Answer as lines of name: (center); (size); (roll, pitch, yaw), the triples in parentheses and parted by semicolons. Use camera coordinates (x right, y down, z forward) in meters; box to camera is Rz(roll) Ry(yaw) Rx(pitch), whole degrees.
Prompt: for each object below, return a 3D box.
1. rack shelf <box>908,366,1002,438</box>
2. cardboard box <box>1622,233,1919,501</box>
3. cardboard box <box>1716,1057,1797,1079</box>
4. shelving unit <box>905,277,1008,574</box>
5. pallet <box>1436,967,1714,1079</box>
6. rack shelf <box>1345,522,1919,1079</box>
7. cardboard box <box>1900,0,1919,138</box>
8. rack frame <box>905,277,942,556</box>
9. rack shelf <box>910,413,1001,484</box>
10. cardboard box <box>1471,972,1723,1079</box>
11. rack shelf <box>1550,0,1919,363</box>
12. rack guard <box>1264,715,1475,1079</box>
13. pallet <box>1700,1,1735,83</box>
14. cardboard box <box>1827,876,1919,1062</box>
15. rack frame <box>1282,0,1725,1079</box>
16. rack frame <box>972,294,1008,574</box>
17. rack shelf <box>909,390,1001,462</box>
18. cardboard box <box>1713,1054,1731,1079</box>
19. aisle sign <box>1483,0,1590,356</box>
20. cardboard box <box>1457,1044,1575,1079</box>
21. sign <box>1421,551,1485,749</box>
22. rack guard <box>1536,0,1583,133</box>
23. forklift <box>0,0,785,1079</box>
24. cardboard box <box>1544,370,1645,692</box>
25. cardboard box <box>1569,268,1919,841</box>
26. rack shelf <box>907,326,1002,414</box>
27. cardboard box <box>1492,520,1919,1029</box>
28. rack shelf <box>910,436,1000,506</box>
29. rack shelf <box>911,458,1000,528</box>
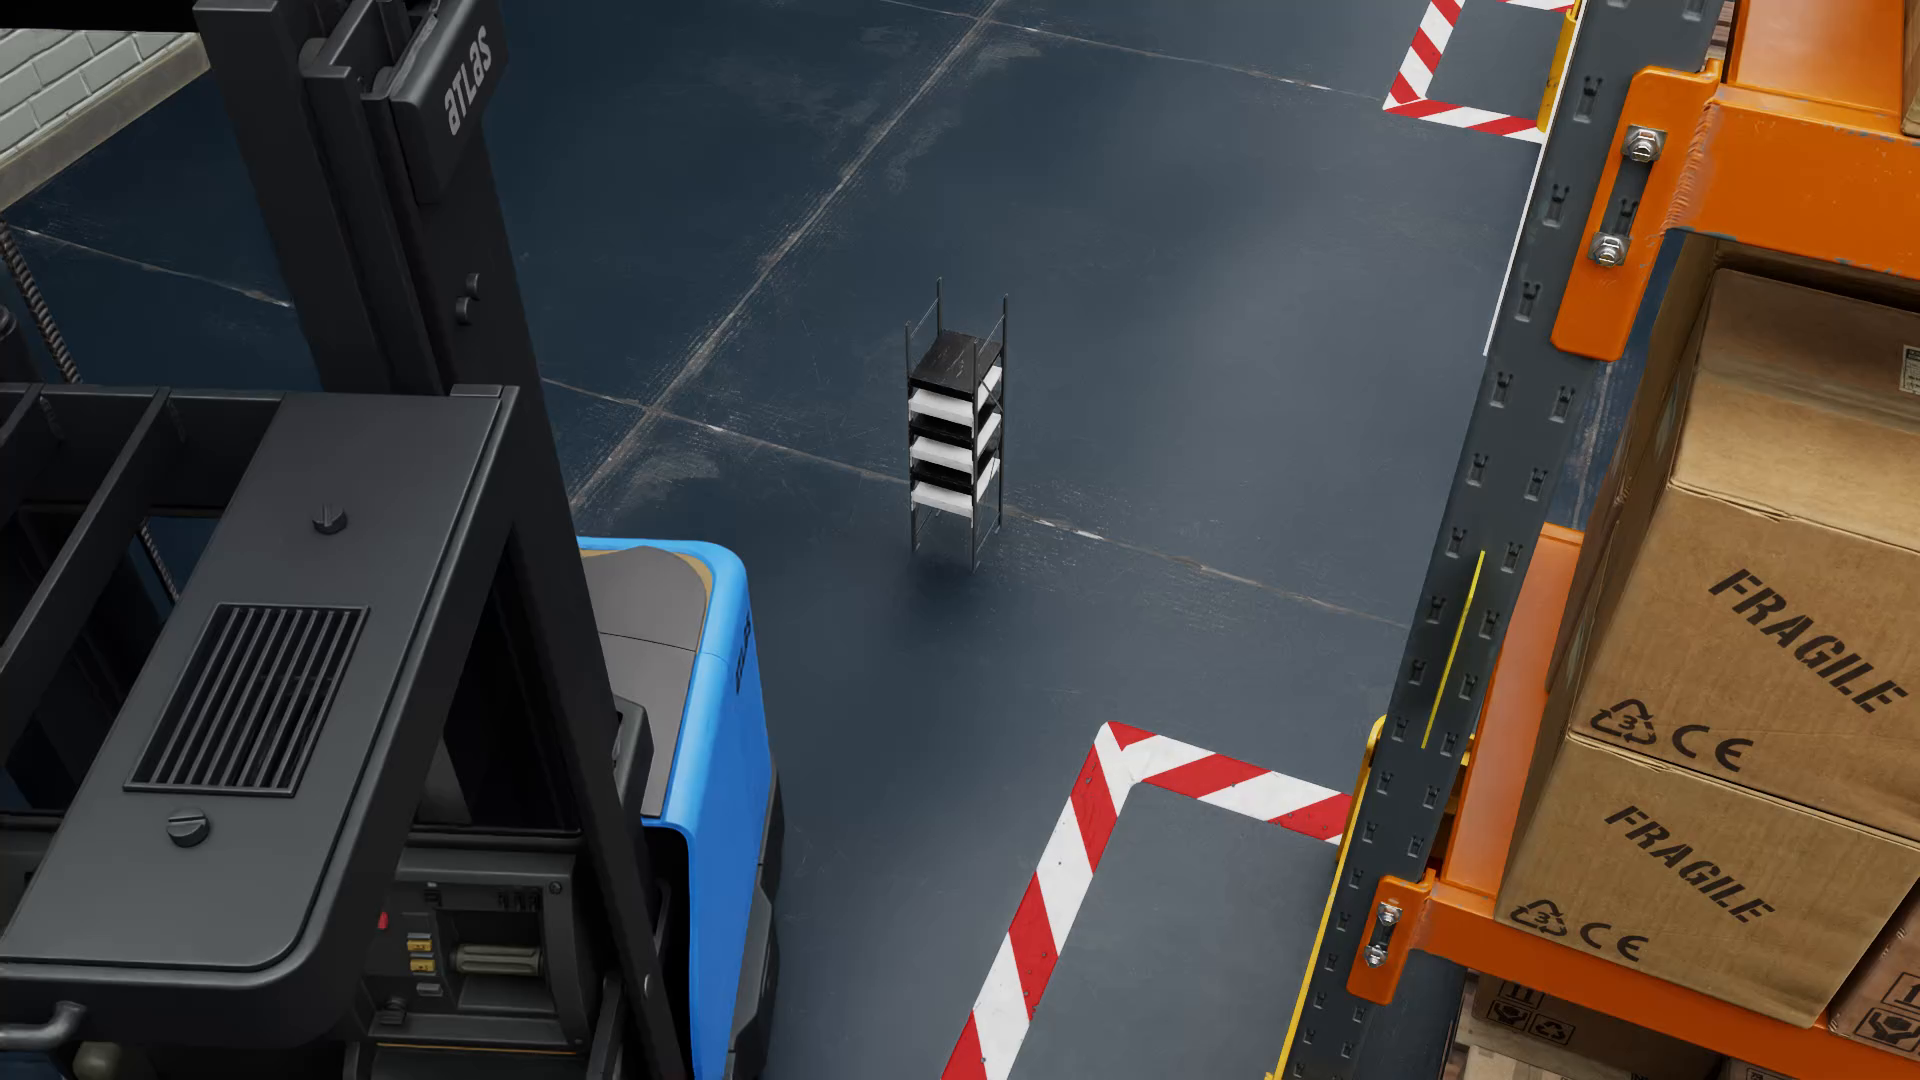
rack shelf: (-0.007, -0.425, 4.831); (0.200, 0.077, 0.258); (16, 47, 16)
cardboard box: (1.421, -0.336, 2.681); (0.500, 0.500, 0.500); (16, 47, 15)
cardboard box: (1.759, 1.399, 3.355); (0.500, 0.250, 0.500); (16, 47, 16)
shelving unit: (-0.007, -0.321, 4.935); (0.210, 0.900, 0.258); (16, 47, 16)
pallet: (1.711, 1.337, 3.757); (1.213, 0.211, 1.003); (16, 47, 16)
rack shelf: (2.750, 0.910, 2.719); (4.000, 0.370, 1.077); (16, 47, 16)
cardboard box: (1.281, -0.593, 1.699); (0.500, 0.250, 0.500); (16, 47, 16)
rack frame: (-0.101, -0.349, 4.963); (0.006, 0.900, 0.240); (16, 47, 16)
rack shelf: (-0.007, -0.298, 4.958); (0.200, 0.077, 0.258); (16, 47, 16)
cardboard box: (1.501, 0.830, 3.750); (0.500, 0.500, 0.500); (16, 47, 16)
rack shelf: (2.750, -0.153, 1.661); (4.000, 0.370, 1.077); (16, 47, 16)
rack guard: (0.975, 1.019, 3.872); (0.348, 0.500, 1.175); (16, 47, 16)
pallet: (3.561, -1.874, 6.983); (1.213, 0.211, 1.003); (16, 47, 16)
cardboard box: (1.691, 0.505, 2.544); (0.500, 0.500, 0.500); (16, 47, 15)
rack frame: (0.905, 0.112, 3.011); (0.127, 3.000, 1.000); (16, 47, 16)
rack frame: (0.086, -0.294, 4.907); (0.006, 0.900, 0.240); (16, 47, 16)
rack shelf: (-0.007, -0.361, 4.895); (0.200, 0.077, 0.258); (16, 47, 16)
cardboard box: (1.840, 1.116, 3.698); (0.250, 0.166, 0.380); (16, 47, 16)
aisle sign: (0.729, -0.637, 1.920); (0.004, 0.787, 0.394); (16, 47, 16)
cardboard box: (1.159, 1.304, 3.522); (0.250, 0.149, 0.380); (16, 47, 16)
sign: (0.696, 0.159, 2.350); (0.005, 0.325, 0.100); (16, 47, 16)
rack guard: (2.788, -2.223, 7.130); (0.348, 0.500, 1.175); (16, 47, 16)
forklift: (-1.057, 0.748, 2.420); (1.130, 2.935, 3.031); (2, 45, 2)
cardboard box: (1.423, 0.021, 3.031); (0.500, 0.500, 0.500); (18, 48, 17)
cardboard box: (1.213, 0.014, 2.329); (0.500, 0.500, 0.500); (18, 48, 17)
rack shelf: (-0.007, -0.489, 4.768); (0.200, 0.077, 0.258); (16, 47, 16)
cardboard box: (1.213, 0.369, 2.682); (0.500, 0.500, 0.500); (17, 47, 17)
rack shelf: (-0.007, -0.234, 5.022); (0.200, 0.077, 0.258); (16, 47, 16)
rack shelf: (-0.007, -0.170, 5.085); (0.200, 0.077, 0.258); (16, 47, 16)
